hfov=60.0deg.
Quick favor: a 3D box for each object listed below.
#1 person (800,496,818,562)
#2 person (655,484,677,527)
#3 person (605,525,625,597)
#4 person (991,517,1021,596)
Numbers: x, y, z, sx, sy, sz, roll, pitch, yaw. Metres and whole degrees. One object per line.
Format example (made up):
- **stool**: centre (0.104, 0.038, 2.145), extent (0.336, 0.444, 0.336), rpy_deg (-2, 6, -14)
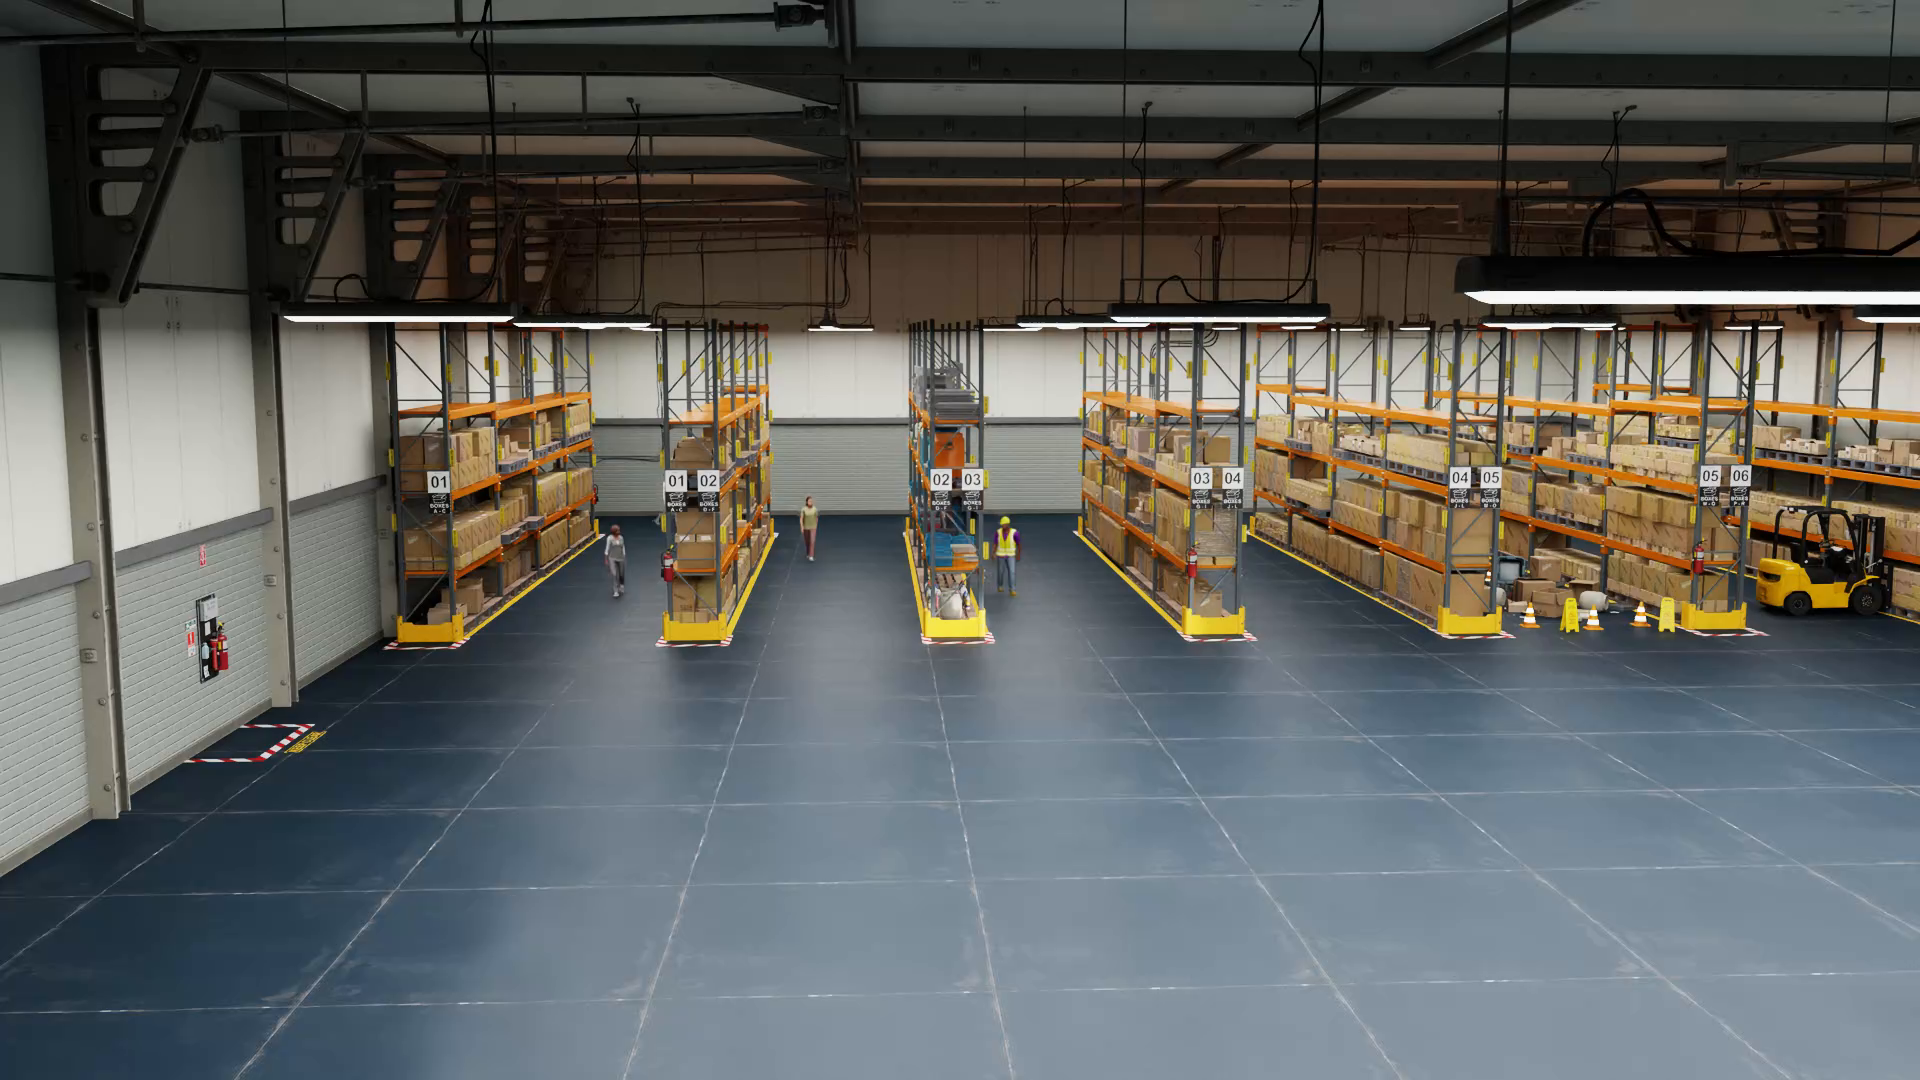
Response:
- **person**: centre (-3.832, -0.291, 42.140), extent (0.439, 1.627, 1.004), rpy_deg (0, 7, 2)
- **person**: centre (-8.633, -1.195, 49.428), extent (0.897, 1.625, 0.537), rpy_deg (3, 8, 22)
- **person**: centre (-7.561, 0.490, 36.454), extent (0.431, 1.453, 0.703), rpy_deg (-1, 7, -11)
- **person**: centre (1.020, 0.350, 36.491), extent (0.674, 1.722, 0.993), rpy_deg (-1, 7, -10)
